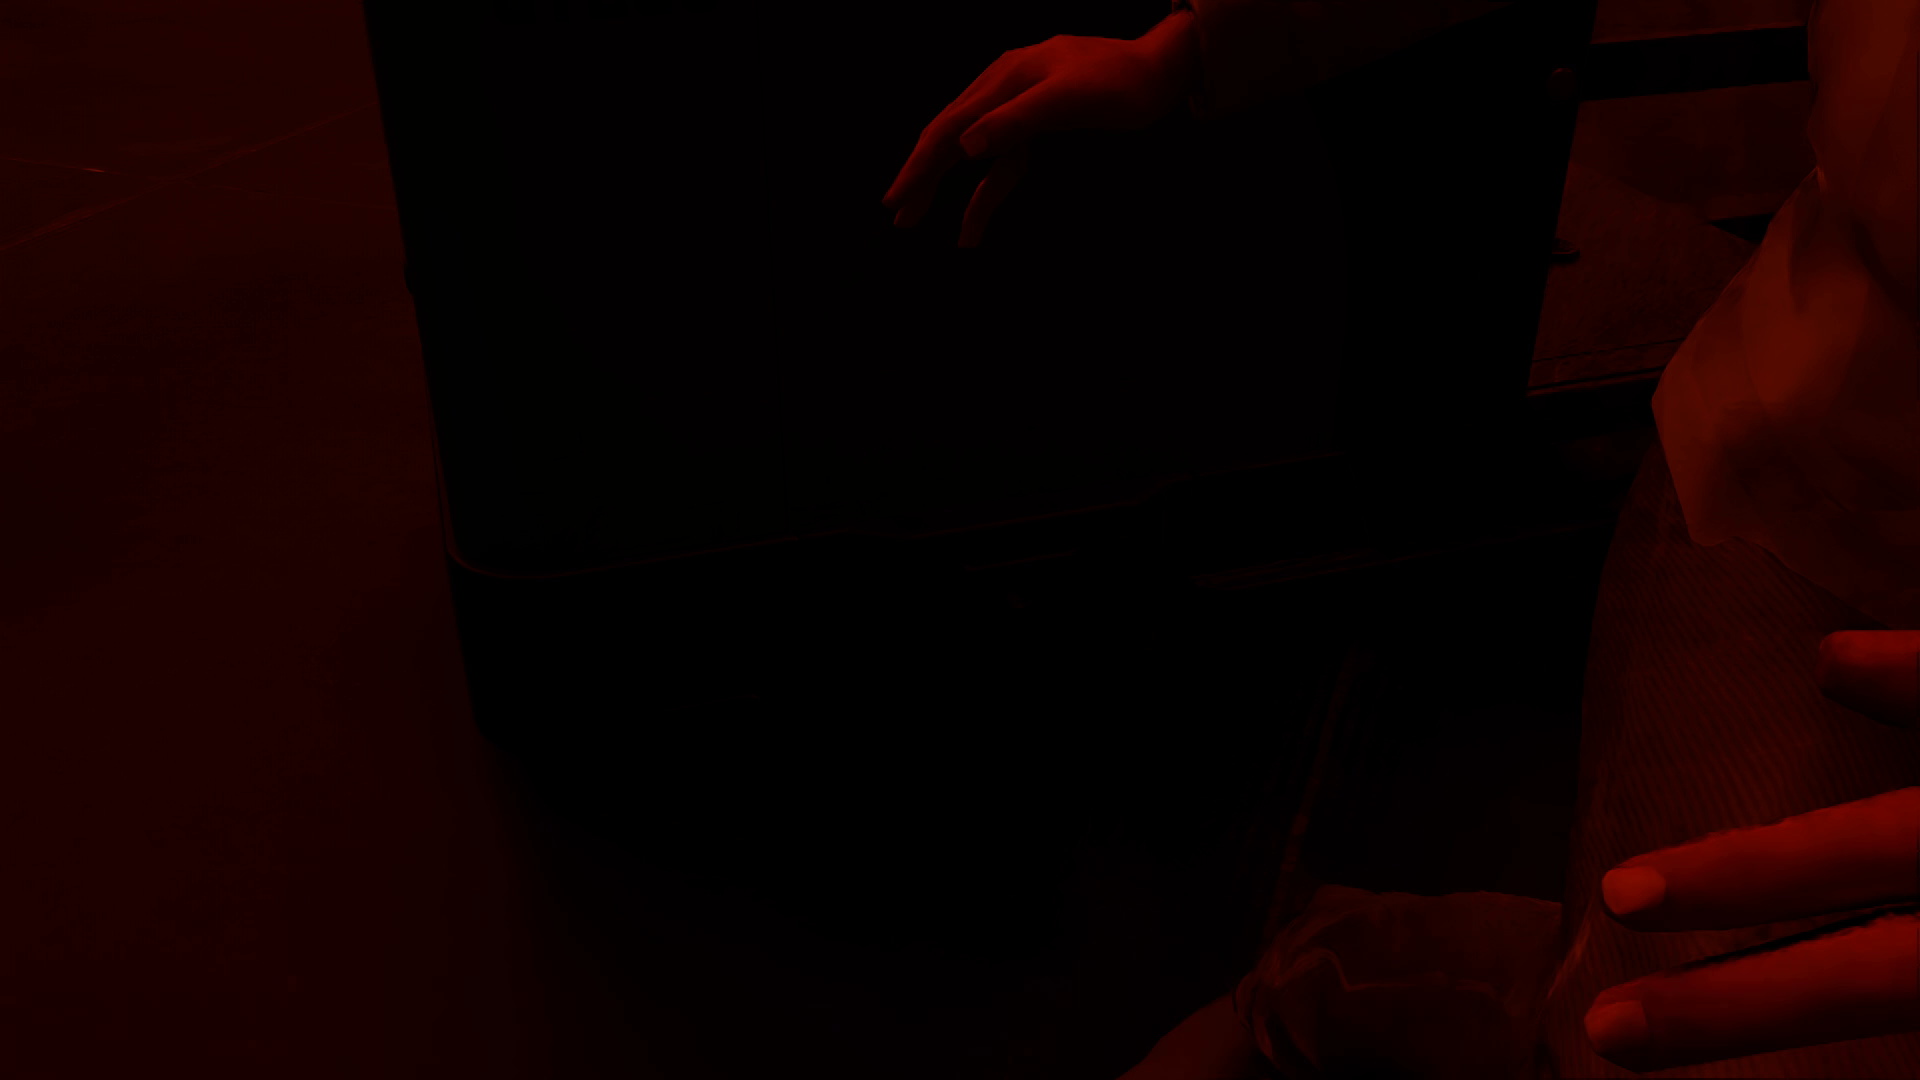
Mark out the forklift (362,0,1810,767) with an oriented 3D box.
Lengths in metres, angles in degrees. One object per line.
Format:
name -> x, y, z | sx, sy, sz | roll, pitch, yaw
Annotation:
forklift -> 0.734, -1.427, 2.045 | 3.031, 2.935, 1.130 | -9, 31, -16

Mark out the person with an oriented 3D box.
person -> 0.317, 0.077, 0.789 | 0.960, 1.519, 0.929 | 21, 36, 32
